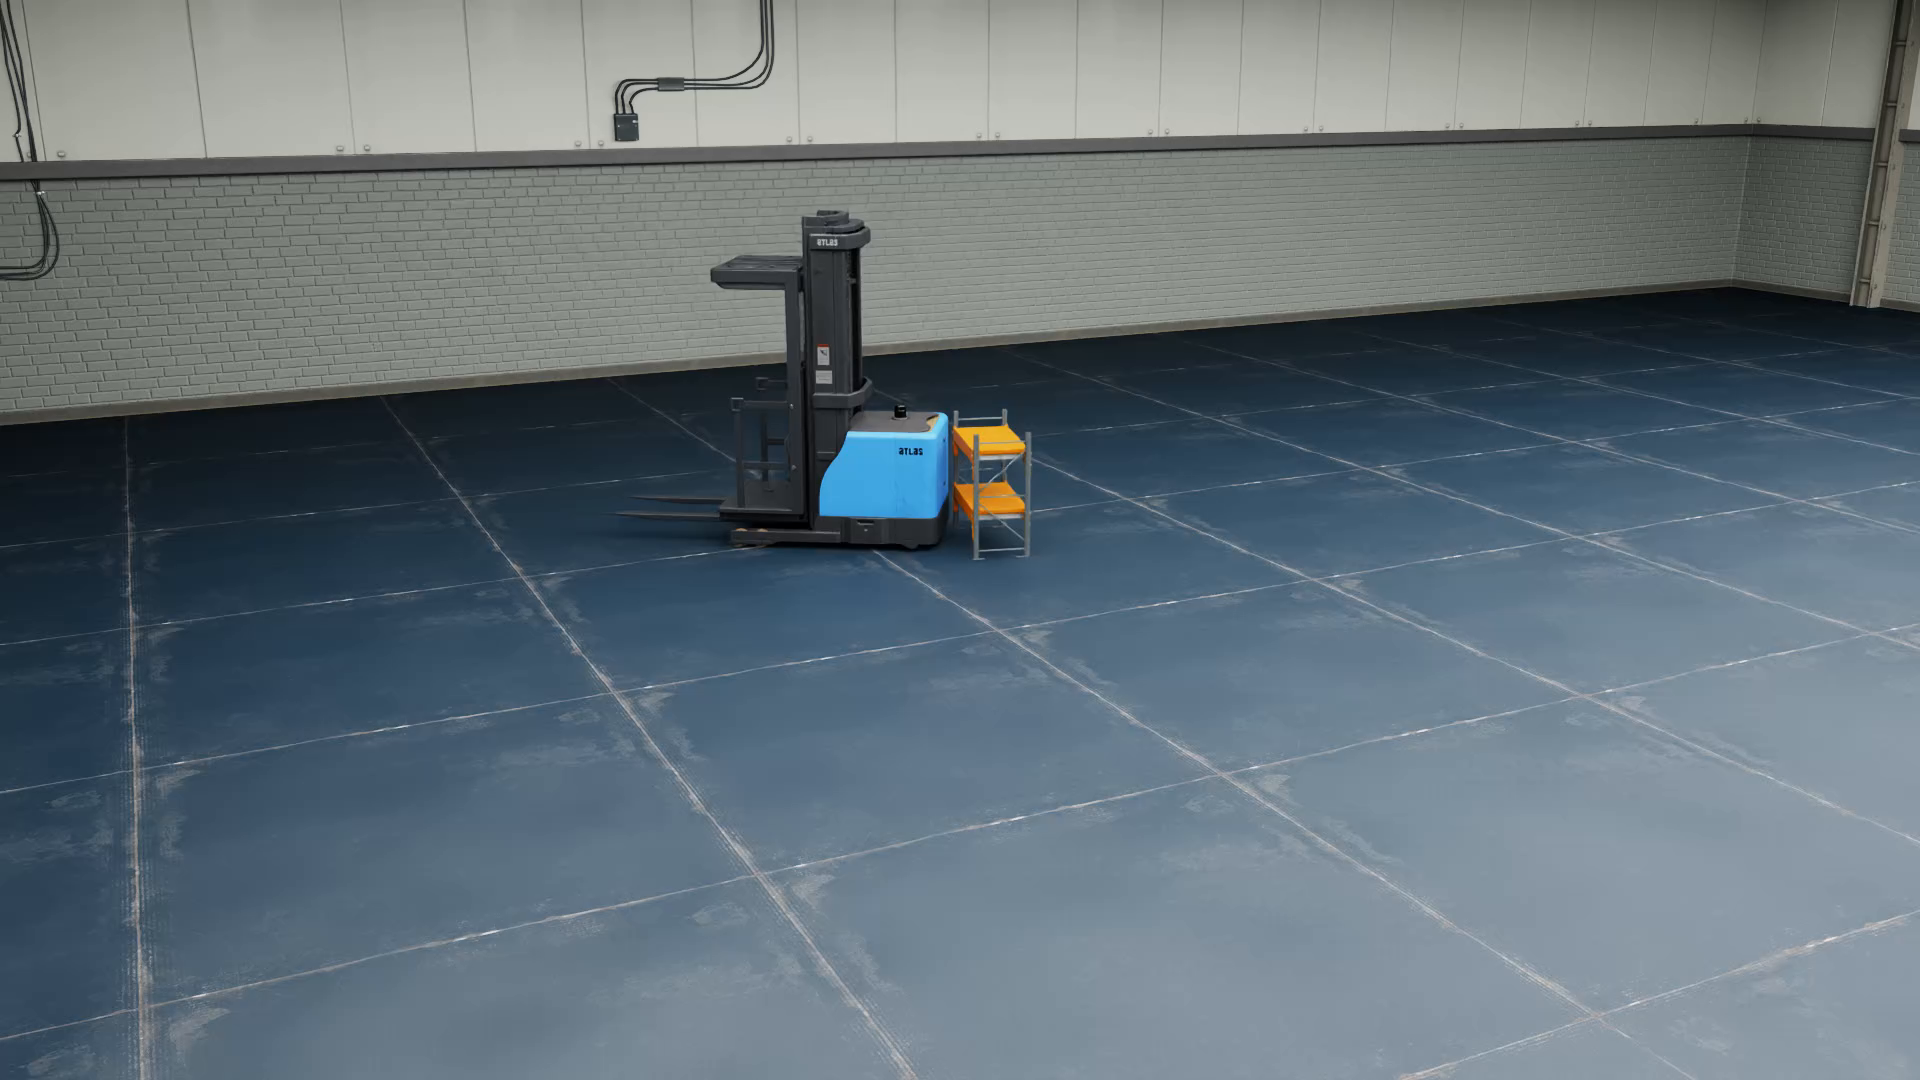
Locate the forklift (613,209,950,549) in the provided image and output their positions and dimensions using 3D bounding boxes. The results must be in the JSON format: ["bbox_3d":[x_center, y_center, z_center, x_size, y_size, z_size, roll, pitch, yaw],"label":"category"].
[{"bbox_3d":[-1.652,-1.483,15.103,3.031,2.935,1.130,2,16,6],"label":"forklift"}]

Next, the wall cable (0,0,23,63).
[{"bbox_3d":[-9.699,-6.885,19.400,3.097,2.526,0.112,-8,18,-25],"label":"wall cable"}]

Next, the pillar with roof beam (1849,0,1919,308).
[{"bbox_3d":[12.417,-8.019,26.879,9.100,9.000,0.400,-8,18,-25],"label":"pillar with roof beam"}]

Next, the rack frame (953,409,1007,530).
[{"bbox_3d":[0.187,-0.655,15.492,0.500,1.125,0.032,-3,16,-10],"label":"rack frame"}]

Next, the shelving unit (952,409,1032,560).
[{"bbox_3d":[0.277,-0.517,15.012,0.538,1.125,1.048,-3,16,-10],"label":"shelving unit"}]

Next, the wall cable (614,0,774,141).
[{"bbox_3d":[-3.590,-8.401,22.044,2.305,6.003,0.169,-8,18,-25],"label":"wall cable"}]

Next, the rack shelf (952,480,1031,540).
[{"bbox_3d":[0.277,-0.282,15.079,0.538,0.278,1.000,-3,16,-10],"label":"rack shelf"}]

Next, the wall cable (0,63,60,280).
[{"bbox_3d":[-12.131,-4.130,18.958,3.097,2.526,0.112,-8,18,-25],"label":"wall cable"}]

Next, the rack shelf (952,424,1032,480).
[{"bbox_3d":[0.277,-0.798,14.931,0.538,0.278,1.000,-3,16,-10],"label":"rack shelf"}]

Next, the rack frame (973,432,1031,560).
[{"bbox_3d":[0.367,-0.379,14.531,0.500,1.125,0.032,-3,16,-10],"label":"rack frame"}]
